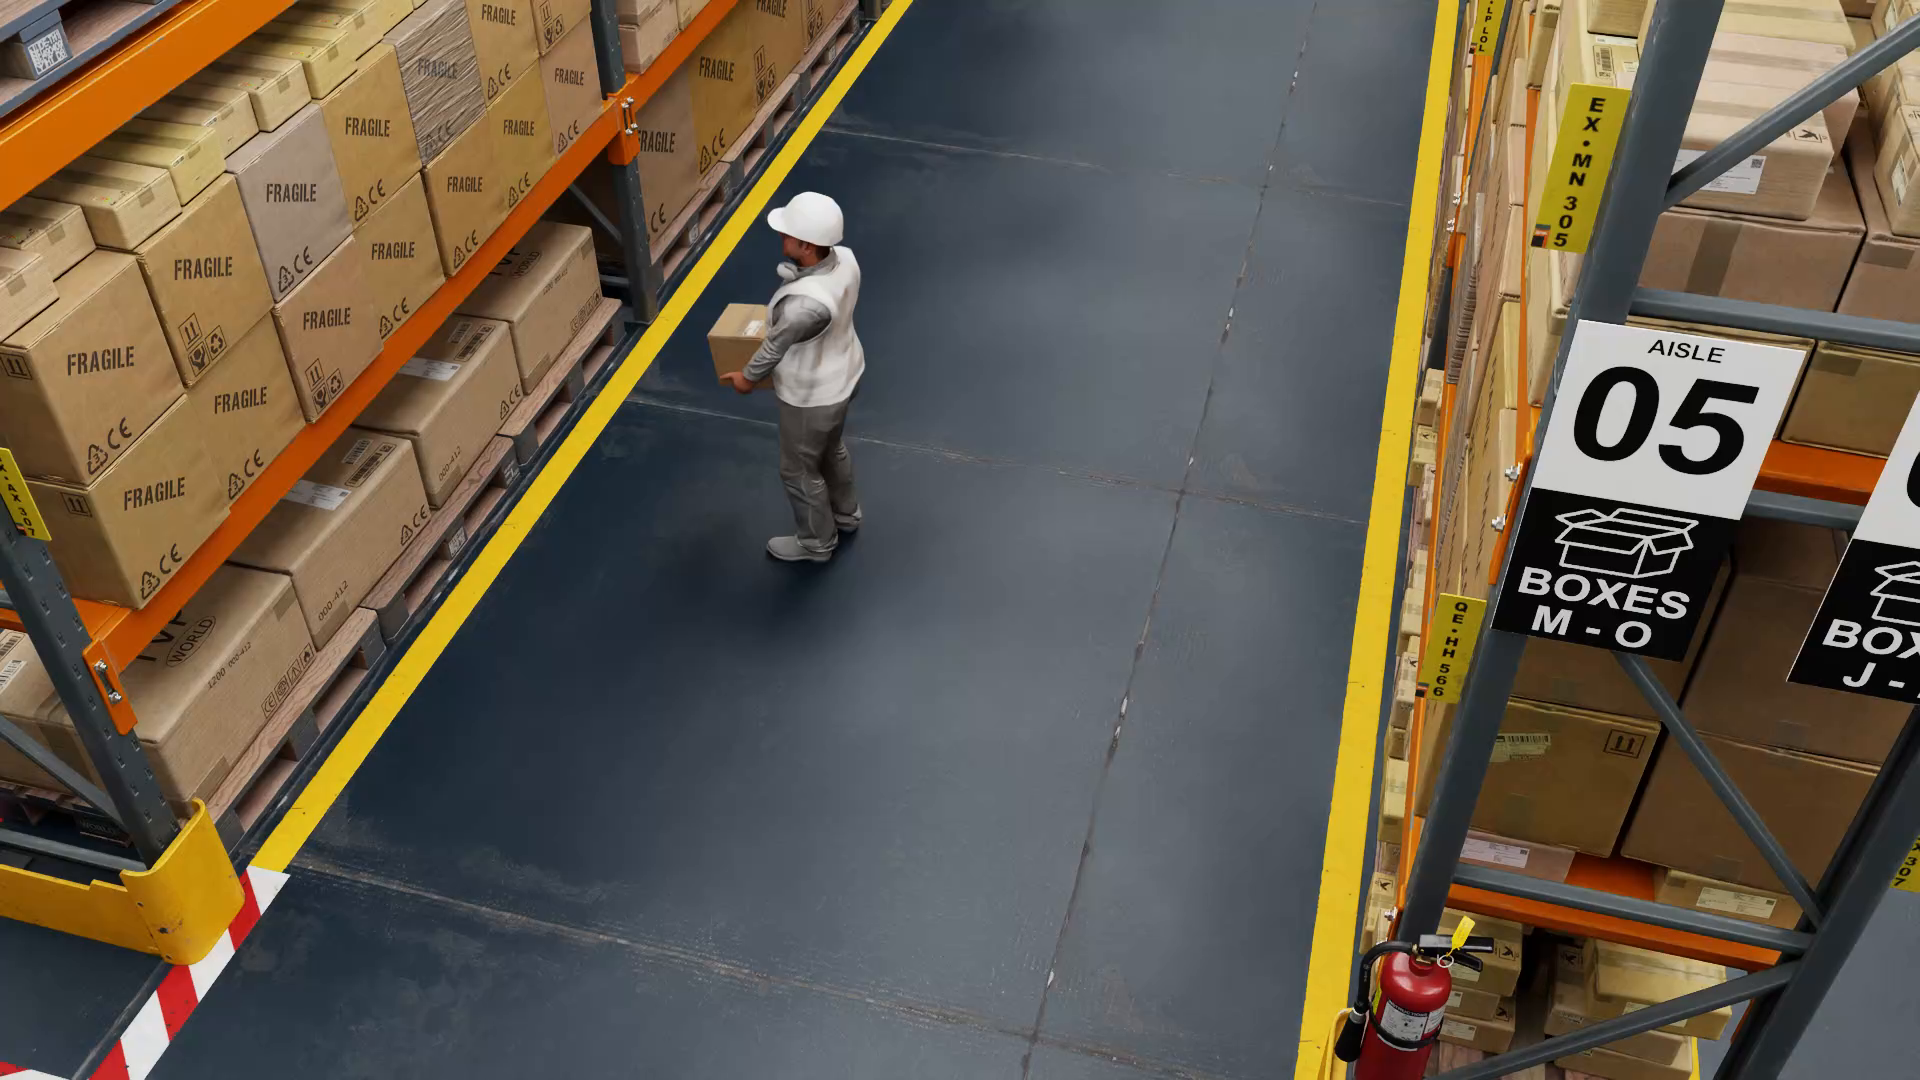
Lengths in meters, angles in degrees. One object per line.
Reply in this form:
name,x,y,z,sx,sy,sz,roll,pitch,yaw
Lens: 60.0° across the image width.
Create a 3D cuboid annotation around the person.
person,-0.691,-0.663,6.912,0.554,1.770,0.495,10,42,12
